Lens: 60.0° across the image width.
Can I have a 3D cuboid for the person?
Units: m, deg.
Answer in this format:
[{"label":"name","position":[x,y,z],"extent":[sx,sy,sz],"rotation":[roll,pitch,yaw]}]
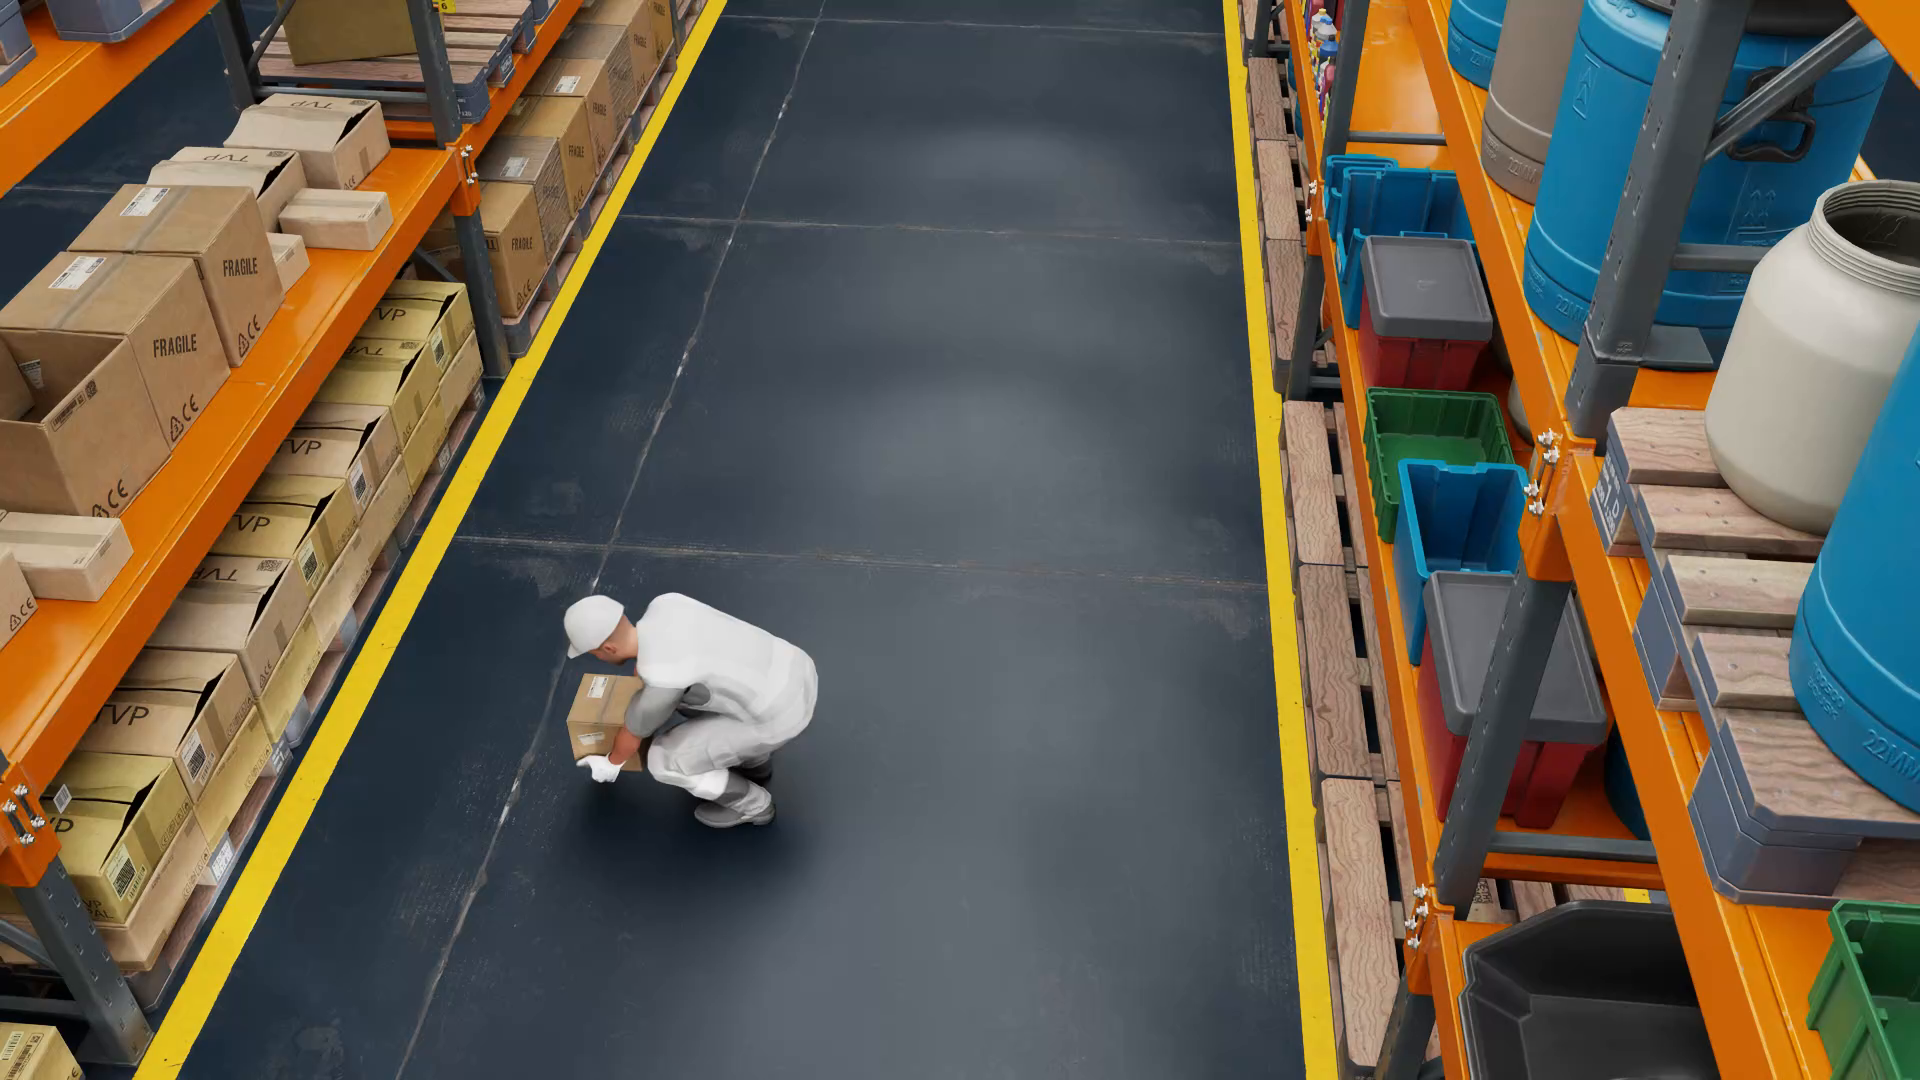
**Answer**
[{"label":"person","position":[-0.968,0.582,6.062],"extent":[0.894,0.997,0.534],"rotation":[2,40,3]}]
